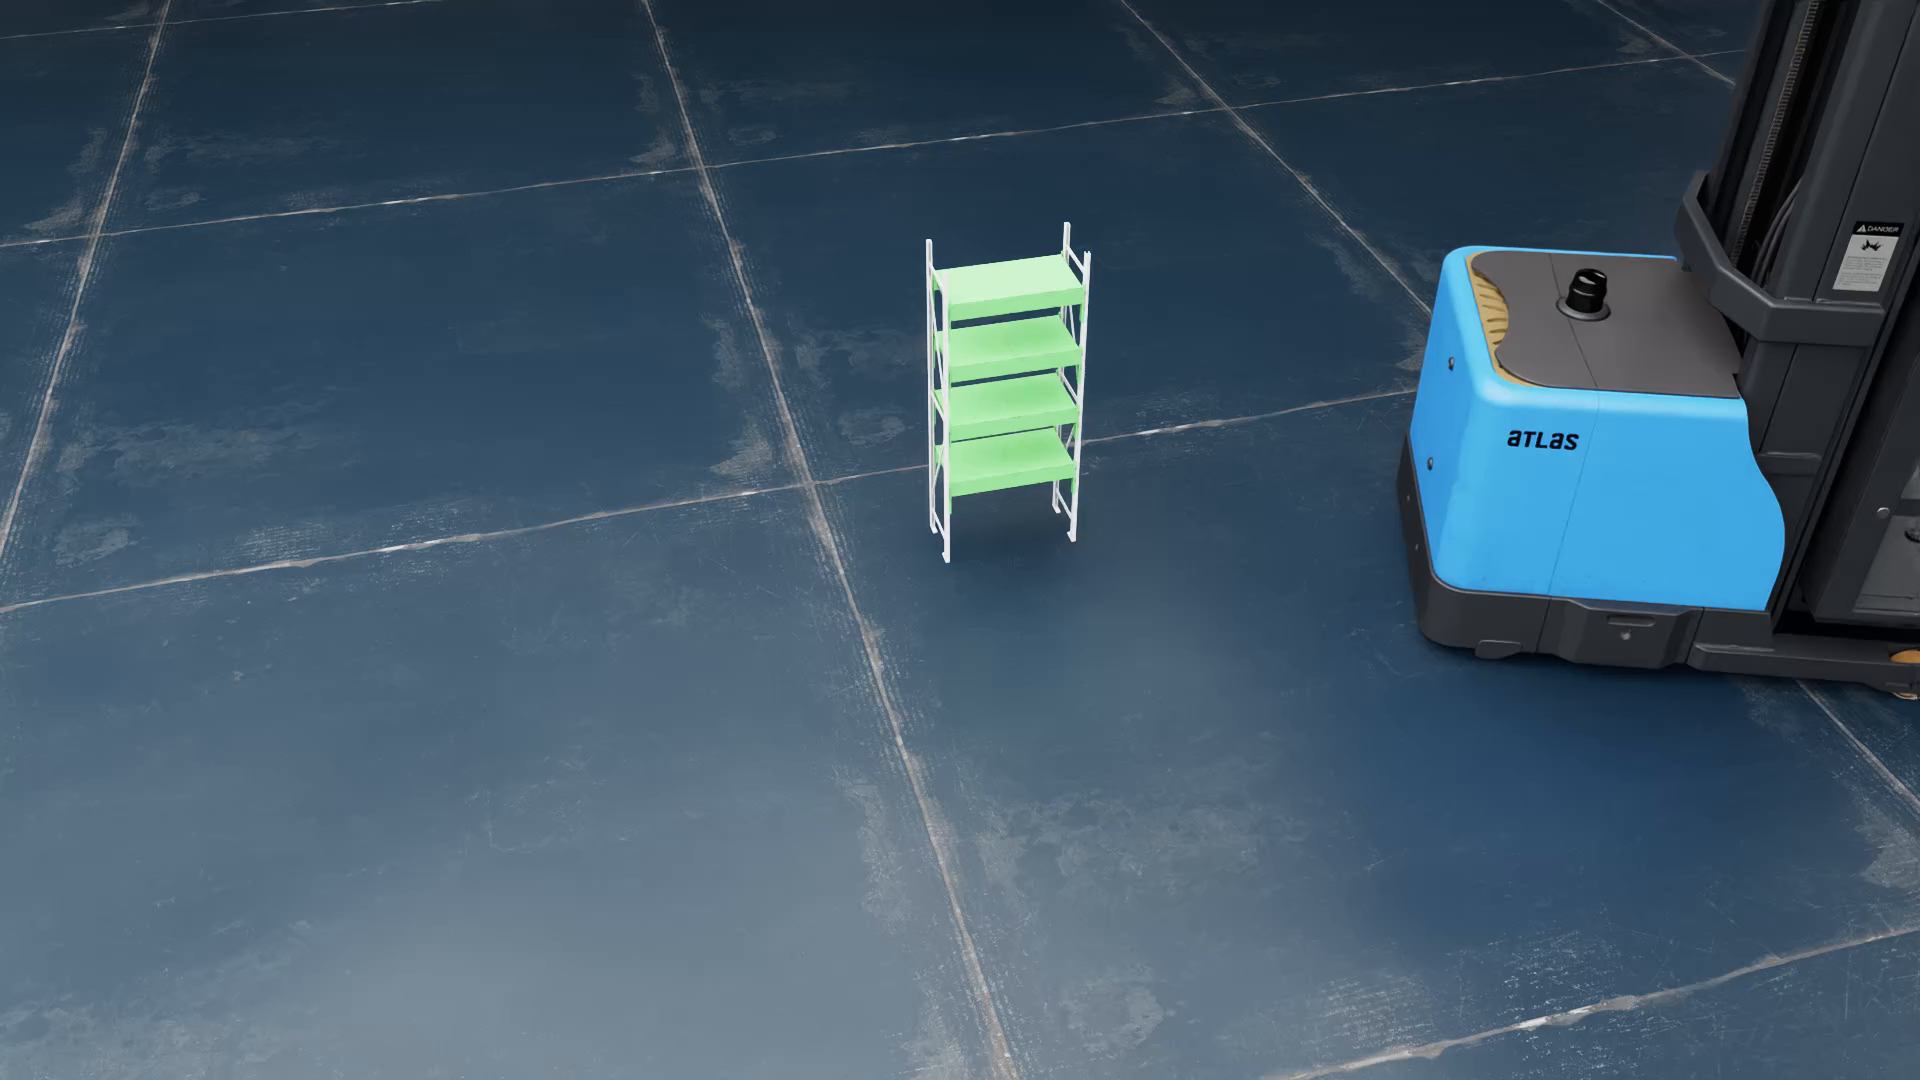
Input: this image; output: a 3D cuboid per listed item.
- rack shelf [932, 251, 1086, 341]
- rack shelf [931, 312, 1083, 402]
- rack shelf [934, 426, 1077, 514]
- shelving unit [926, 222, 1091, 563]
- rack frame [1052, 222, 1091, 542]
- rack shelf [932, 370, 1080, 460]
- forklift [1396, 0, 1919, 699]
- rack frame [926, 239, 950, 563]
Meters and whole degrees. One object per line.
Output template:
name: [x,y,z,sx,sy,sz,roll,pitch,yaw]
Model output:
rack shelf: [0.160,-0.833,5.667,0.480,0.148,0.258,-9,38,-12]
rack shelf: [0.160,-0.643,5.813,0.480,0.148,0.258,-9,38,-12]
rack shelf: [0.160,-0.261,6.104,0.480,0.148,0.258,-9,38,-12]
shelving unit: [0.160,-0.503,5.920,0.503,1.200,0.258,-9,38,-12]
rack frame: [0.395,-0.541,5.970,0.015,1.200,0.240,-9,38,-12]
rack shelf: [0.160,-0.452,5.959,0.480,0.148,0.258,-9,38,-12]
forklift: [3.138,-0.962,5.095,3.031,2.935,1.130,4,38,5]
rack frame: [-0.076,-0.464,5.869,0.015,1.200,0.240,-9,38,-12]
